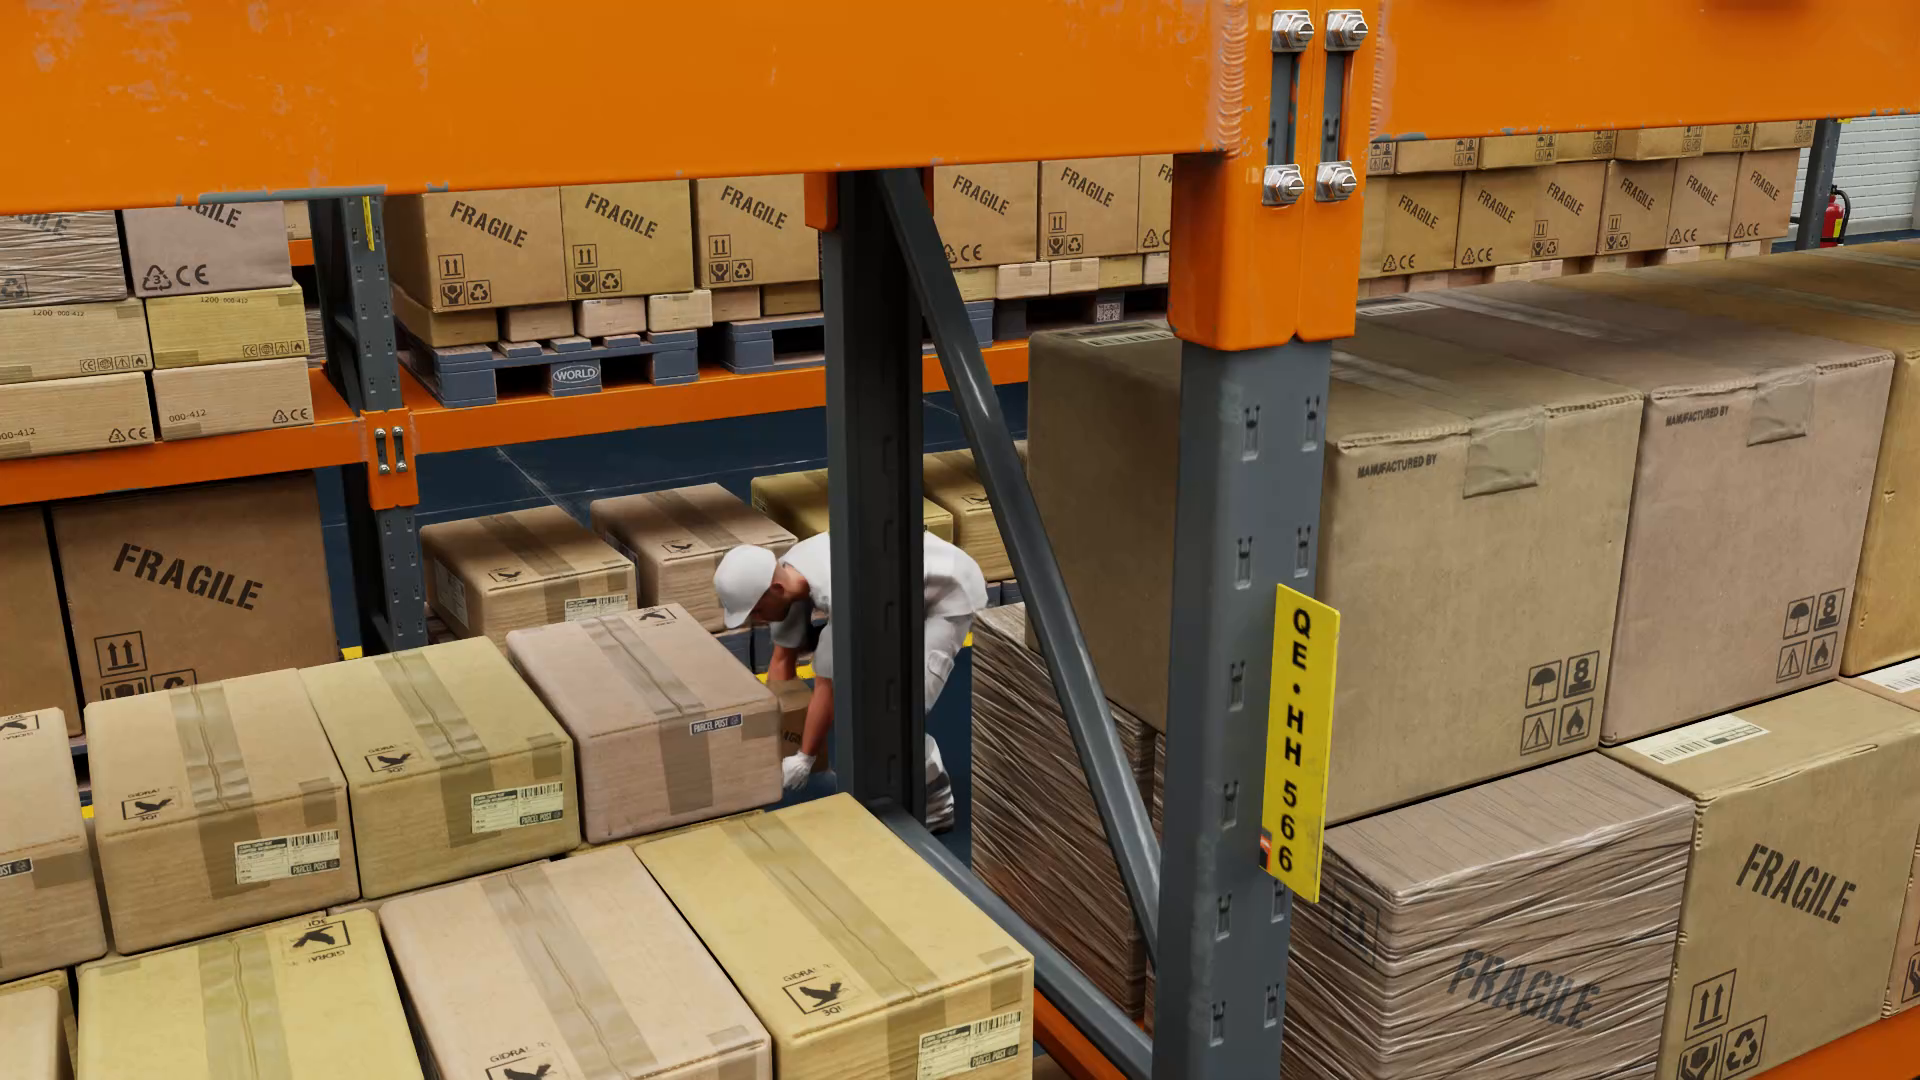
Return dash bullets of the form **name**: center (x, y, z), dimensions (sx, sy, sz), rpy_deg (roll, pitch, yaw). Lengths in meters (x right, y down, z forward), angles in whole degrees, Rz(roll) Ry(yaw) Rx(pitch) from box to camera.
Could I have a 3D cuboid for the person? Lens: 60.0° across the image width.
- **person**: center (-0.368, 0.484, 5.627), dimensions (0.953, 1.113, 0.497), rpy_deg (-11, 21, -29)
